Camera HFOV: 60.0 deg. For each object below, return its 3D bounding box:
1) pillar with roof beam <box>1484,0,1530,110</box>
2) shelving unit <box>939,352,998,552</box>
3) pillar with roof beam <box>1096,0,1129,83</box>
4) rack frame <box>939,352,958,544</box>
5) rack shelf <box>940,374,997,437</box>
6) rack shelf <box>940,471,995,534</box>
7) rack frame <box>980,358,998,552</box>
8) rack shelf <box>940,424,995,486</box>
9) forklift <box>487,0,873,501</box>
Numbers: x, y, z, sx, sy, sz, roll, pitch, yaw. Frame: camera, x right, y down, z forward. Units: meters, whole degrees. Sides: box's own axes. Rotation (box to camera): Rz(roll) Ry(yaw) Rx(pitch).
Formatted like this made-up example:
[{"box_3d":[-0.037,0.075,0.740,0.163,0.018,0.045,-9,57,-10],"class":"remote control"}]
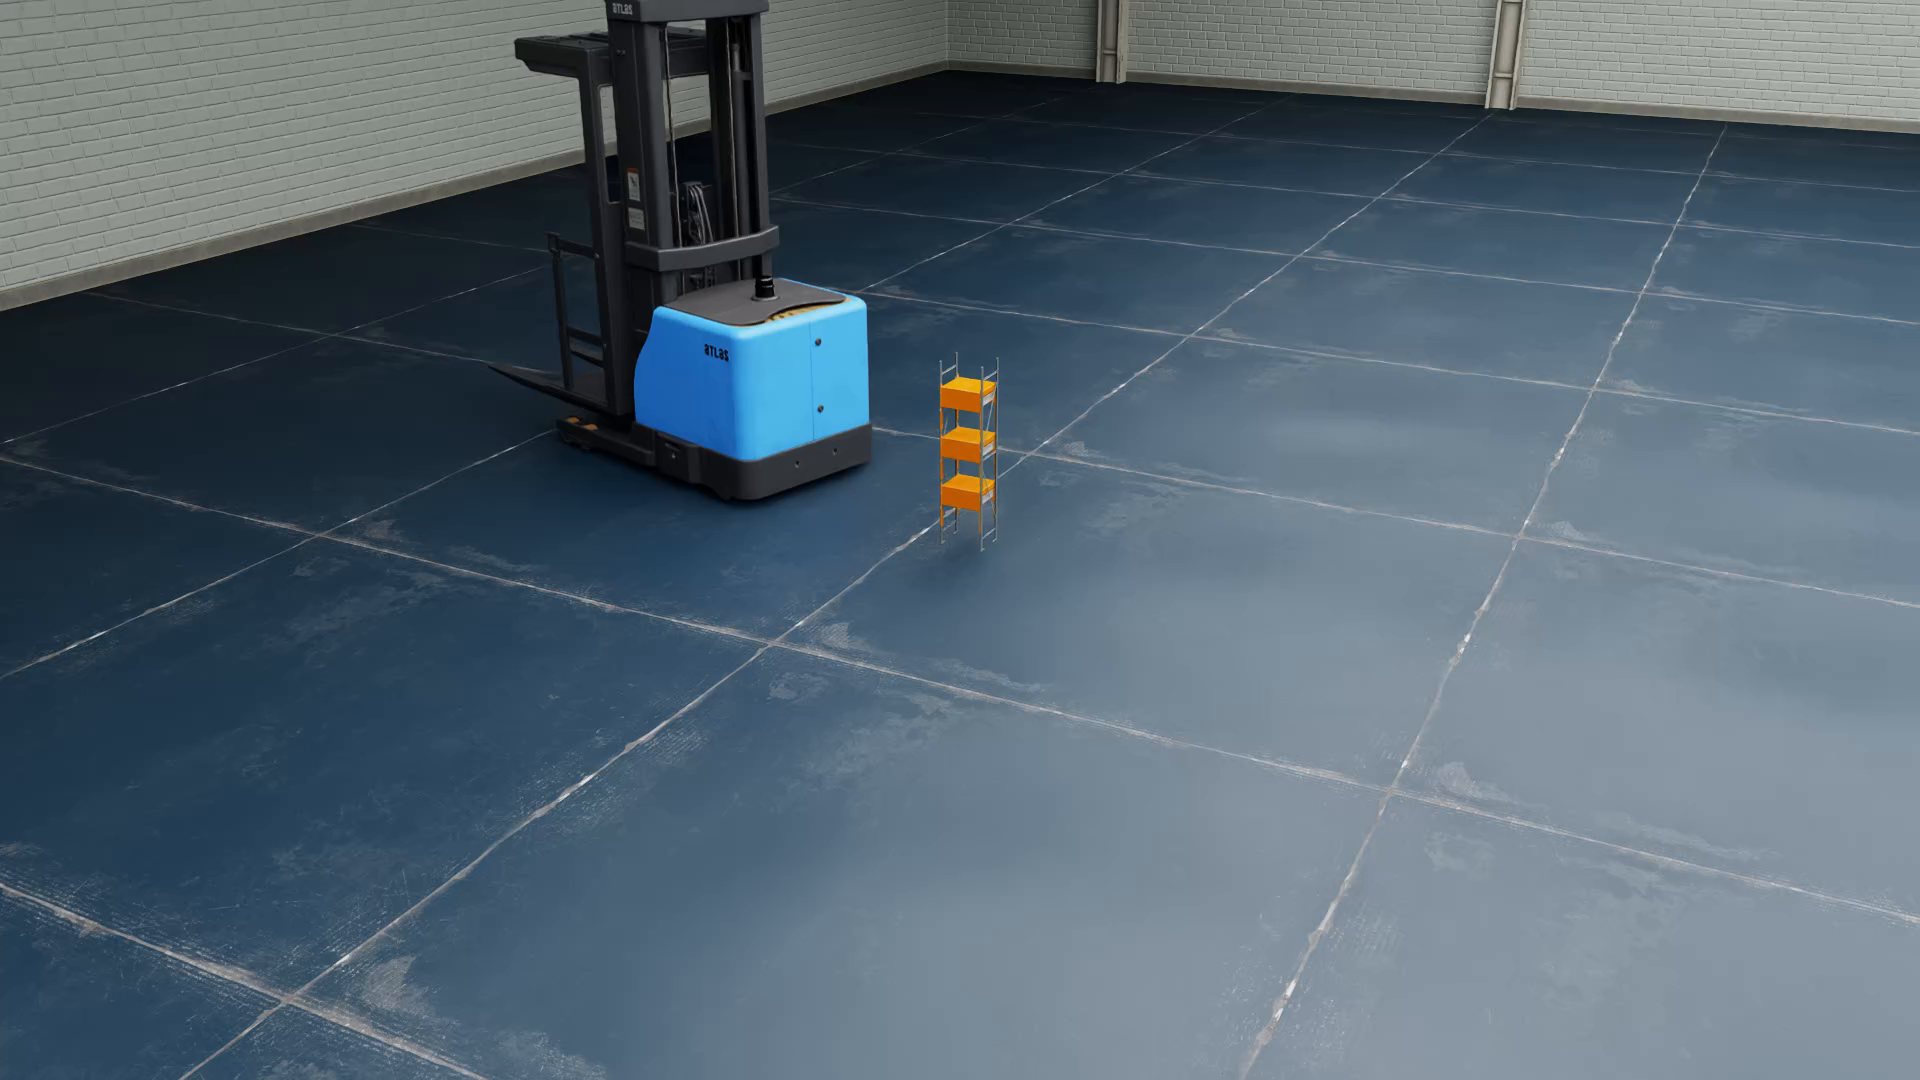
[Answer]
[{"box_3d":[5.801,-8.834,18.523,0.400,9.000,9.100,11,25,25],"class":"pillar with roof beam"},{"box_3d":[0.048,-0.474,9.022,0.252,1.050,0.215,11,25,25],"class":"shelving unit"},{"box_3d":[0.447,-9.893,21.014,0.400,9.000,9.100,11,25,25],"class":"pillar with roof beam"},{"box_3d":[-0.061,-0.495,9.073,0.008,1.050,0.200,11,25,25],"class":"rack frame"},{"box_3d":[0.048,-0.725,8.915,0.240,0.259,0.215,11,25,25],"class":"rack shelf"},{"box_3d":[0.048,-0.208,9.135,0.240,0.259,0.215,11,25,25],"class":"rack shelf"},{"box_3d":[0.157,-0.452,8.972,0.008,1.050,0.200,11,25,25],"class":"rack frame"},{"box_3d":[0.048,-0.464,9.026,0.240,0.259,0.215,11,25,25],"class":"rack shelf"},{"box_3d":[-1.957,-2.051,10.328,3.031,2.935,1.130,20,30,39],"class":"forklift"}]
